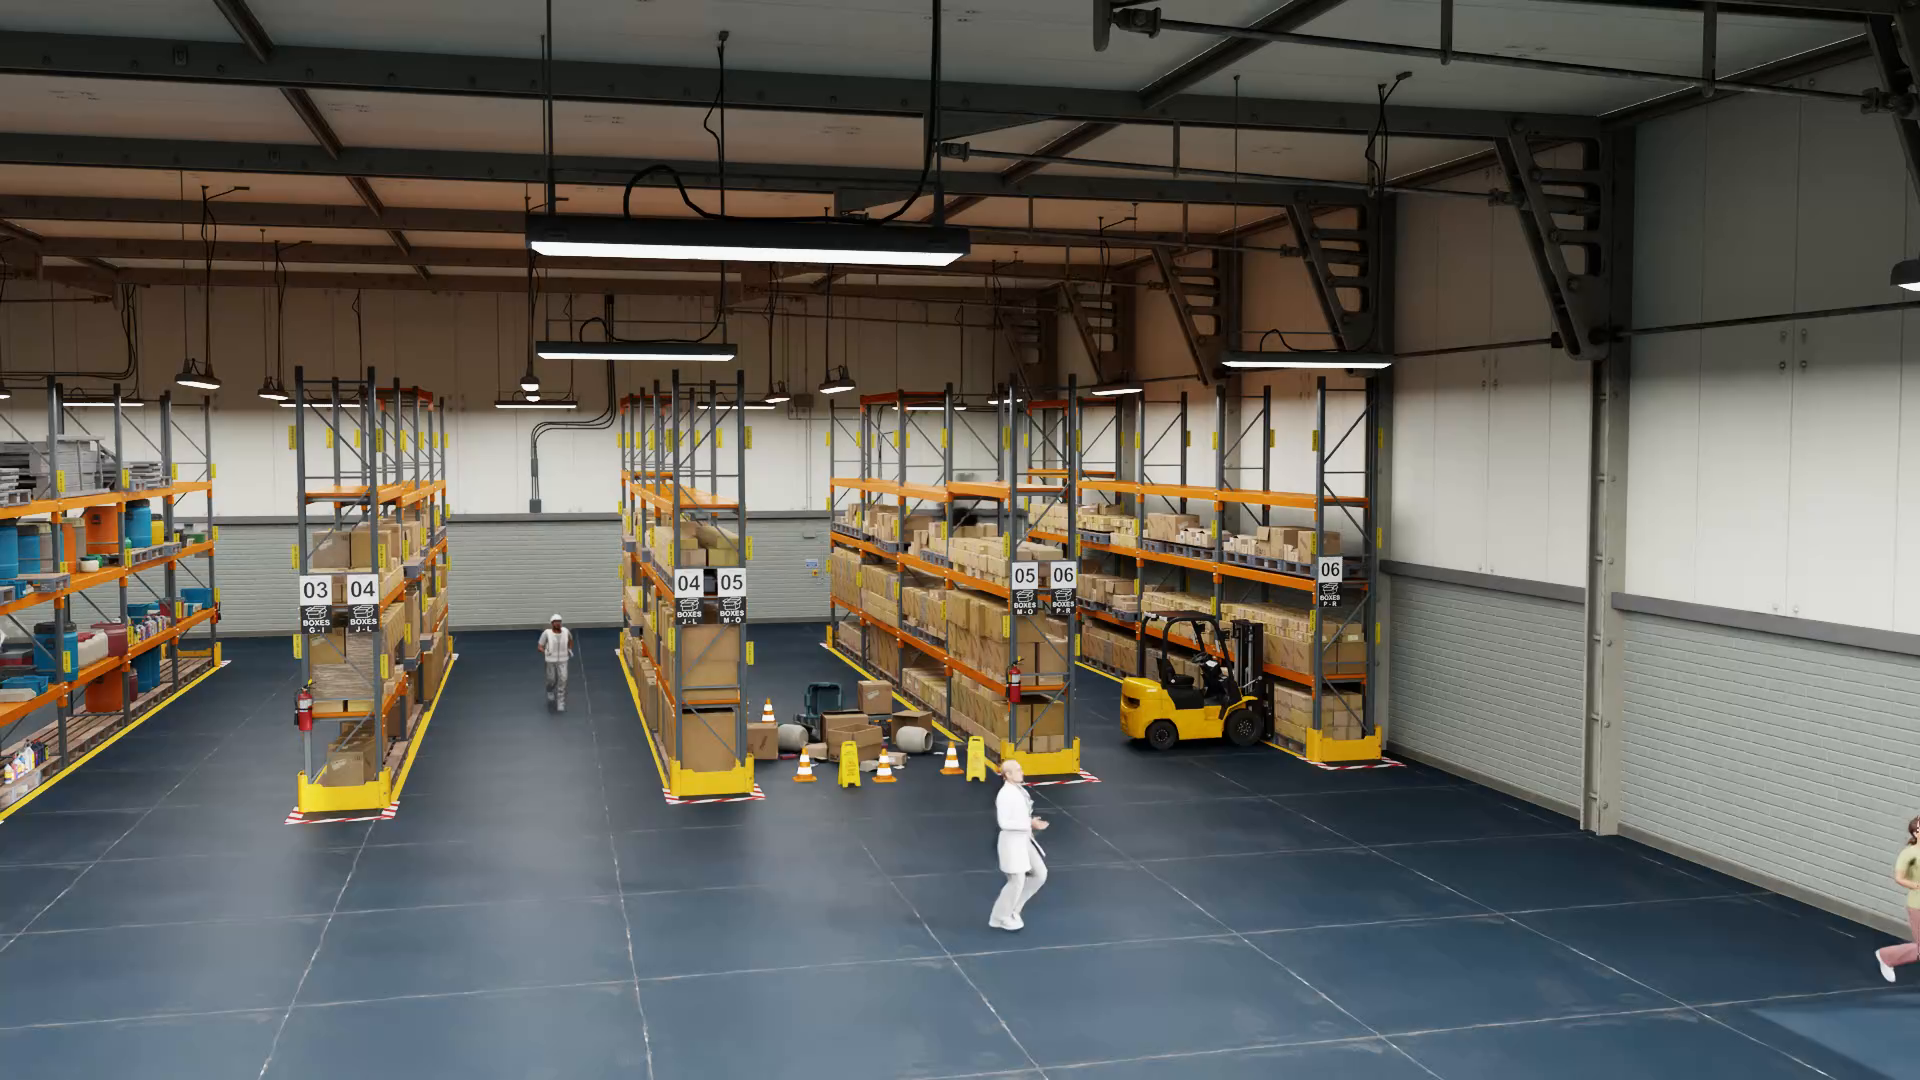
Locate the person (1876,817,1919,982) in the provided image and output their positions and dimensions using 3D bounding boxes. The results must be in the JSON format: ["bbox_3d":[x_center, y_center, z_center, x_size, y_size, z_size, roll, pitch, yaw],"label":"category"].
[{"bbox_3d":[8.705,3.301,14.877,0.592,1.611,0.903,-1,4,-18],"label":"person"}]

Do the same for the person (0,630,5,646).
[{"bbox_3d":[-18.830,2.244,32.145,0.598,1.748,0.777,-1,4,-18],"label":"person"}]

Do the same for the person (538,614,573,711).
[{"bbox_3d":[-7.500,2.261,30.948,0.686,1.765,0.953,-2,4,-24],"label":"person"}]

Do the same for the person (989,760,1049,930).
[{"bbox_3d":[0.625,3.211,16.930,0.676,1.572,0.694,1,4,22],"label":"person"}]
